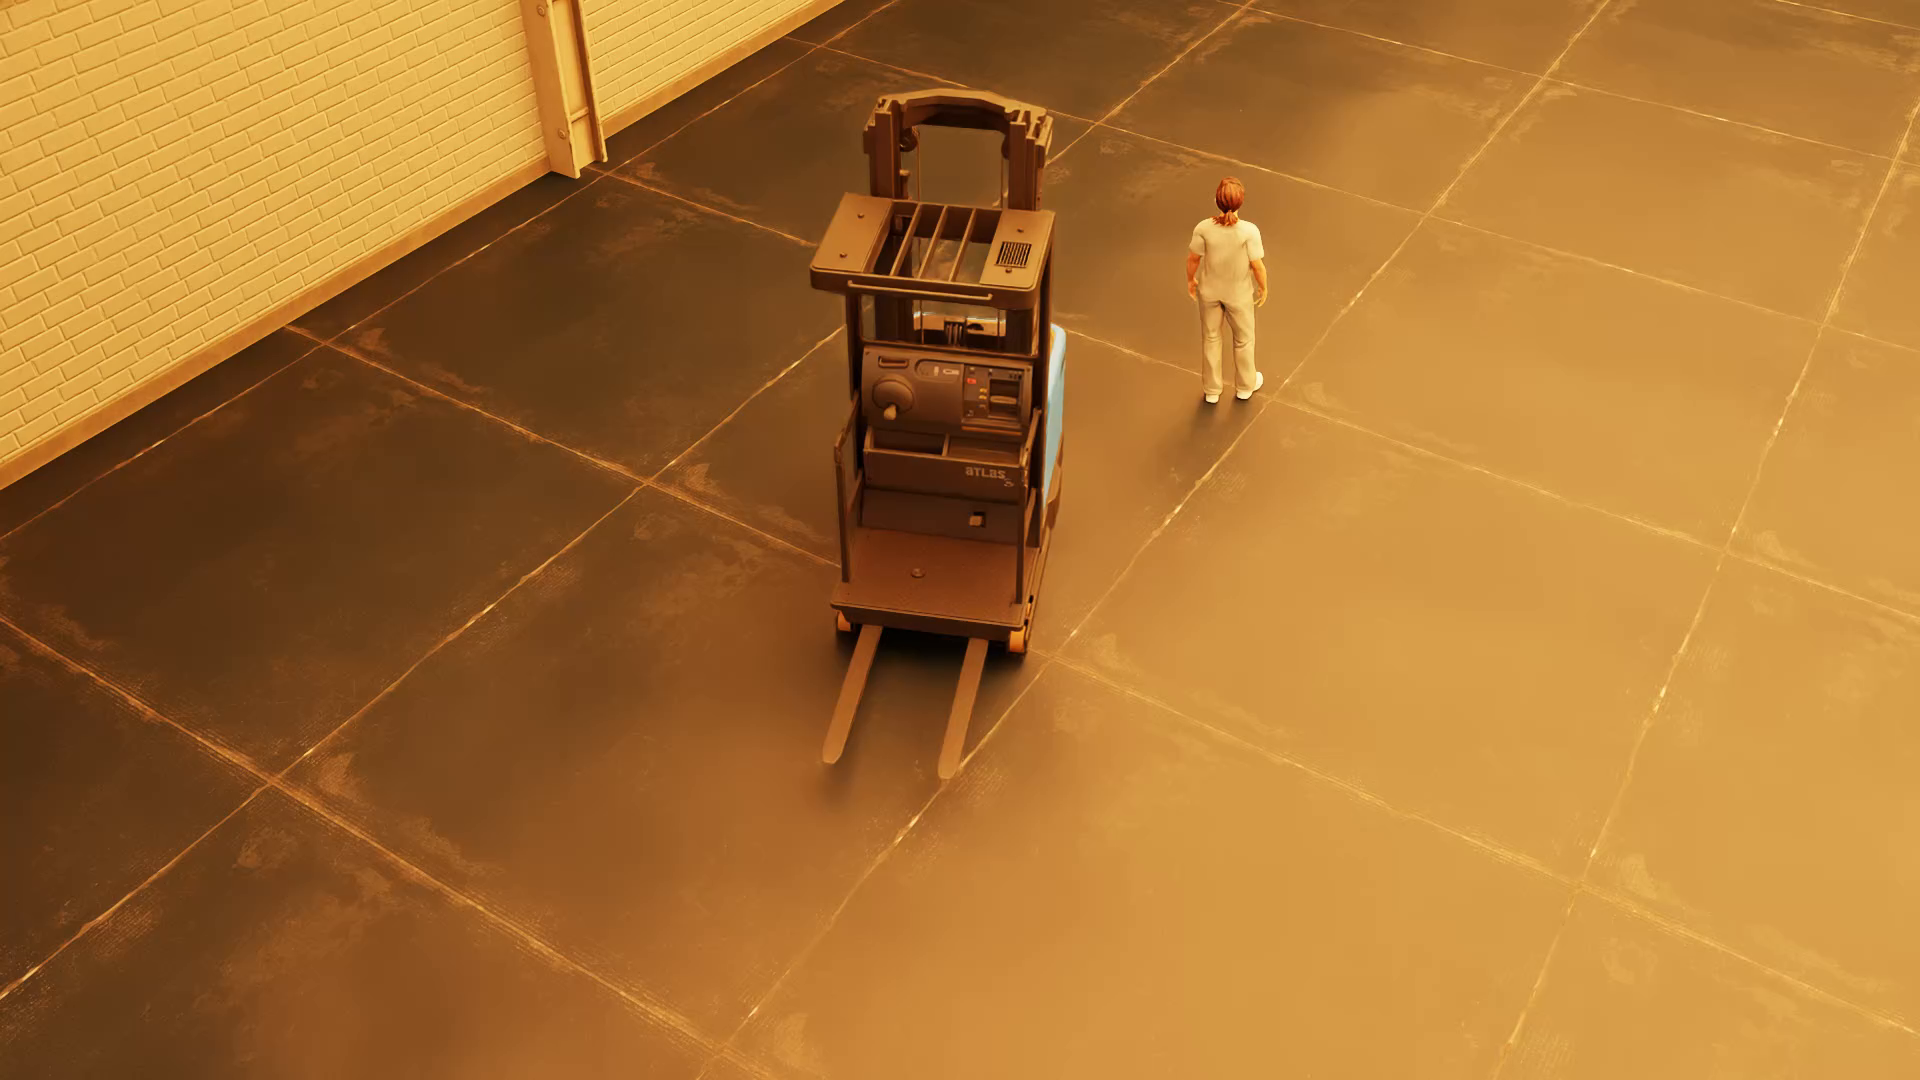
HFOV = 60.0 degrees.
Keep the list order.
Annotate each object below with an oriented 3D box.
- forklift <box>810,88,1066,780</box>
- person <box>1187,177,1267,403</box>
[{"bbox_3d":[-0.108,-0.731,8.830,1.130,2.935,3.031,7,41,8],"label":"forklift"},{"bbox_3d":[1.758,-1.650,10.873,0.551,1.673,0.548,13,42,15],"label":"person"}]
